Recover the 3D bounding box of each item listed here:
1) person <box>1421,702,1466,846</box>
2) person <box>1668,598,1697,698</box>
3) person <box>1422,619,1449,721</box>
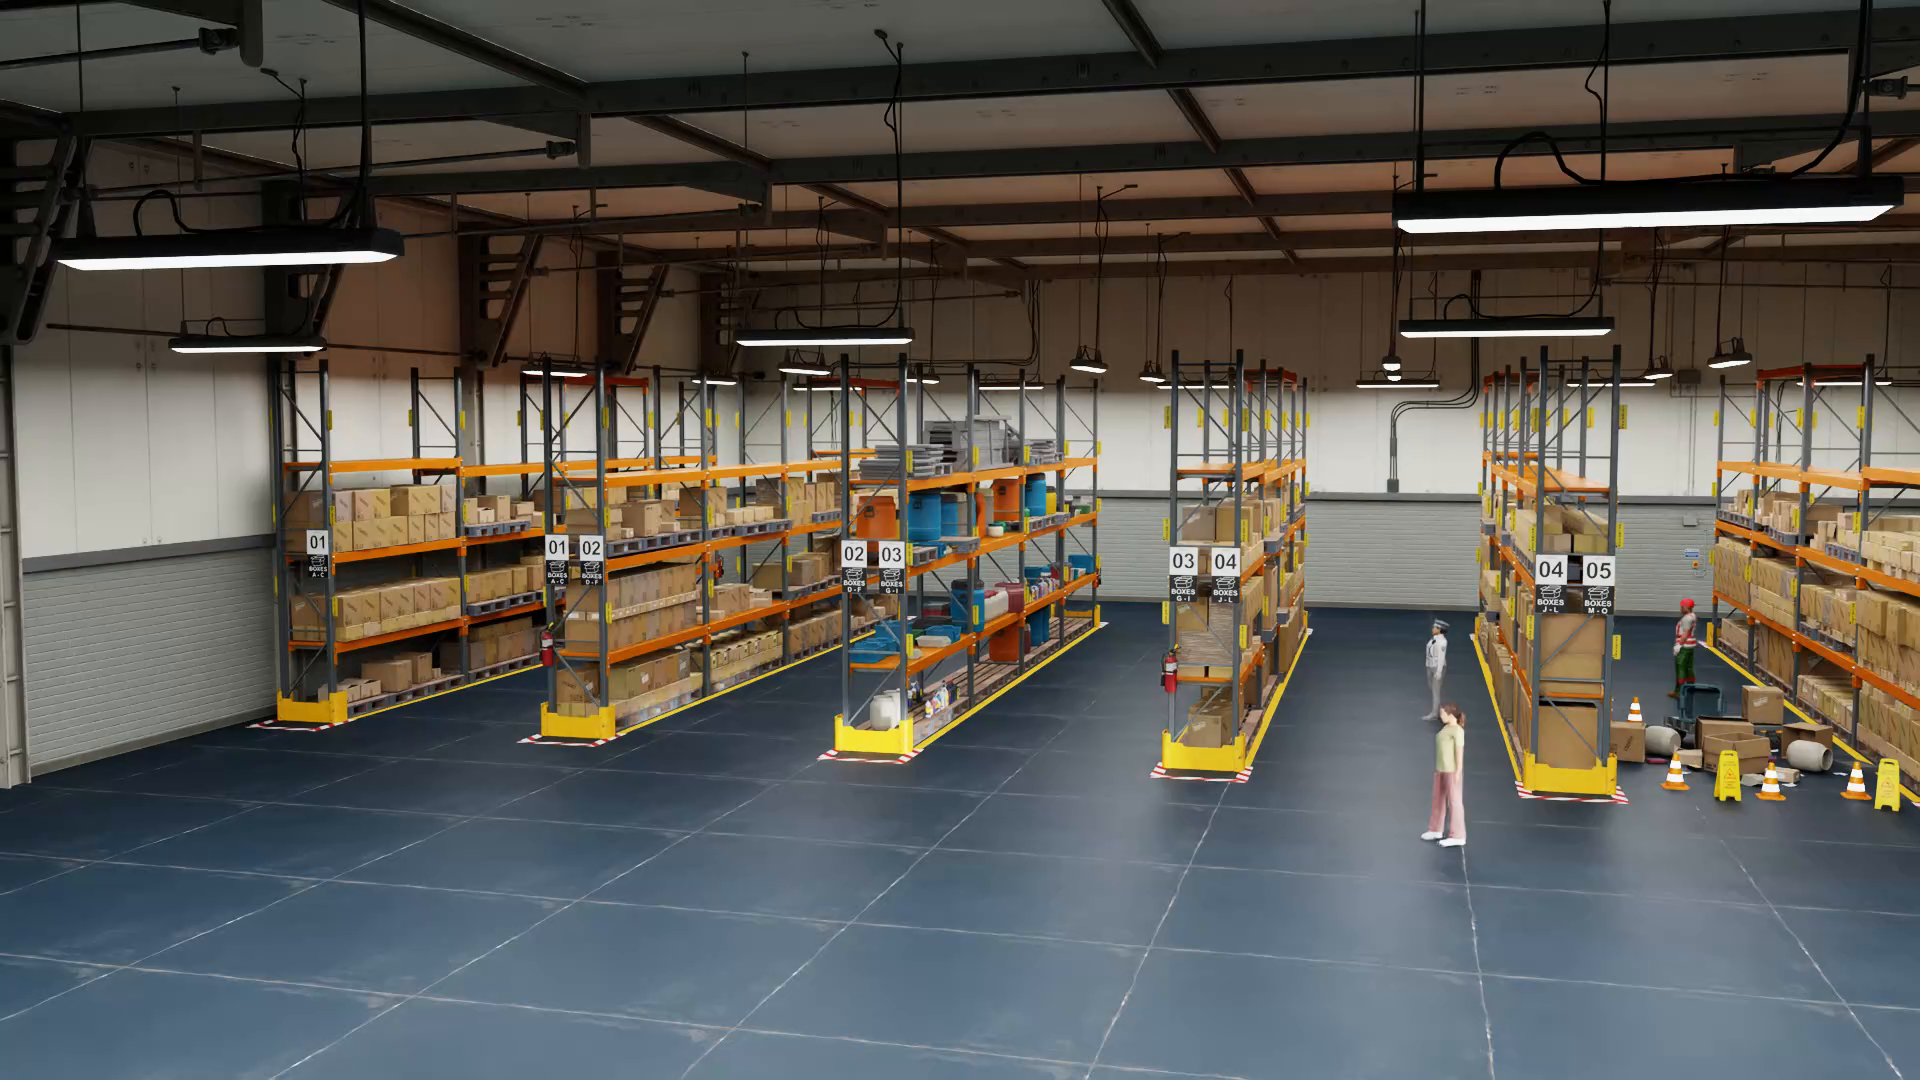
[{"bbox_3d":[5.748,2.744,19.686,0.445,1.675,0.515,-1,4,-16],"label":"person"},{"bbox_3d":[13.079,1.955,30.070,0.643,1.795,0.437,-4,6,-43],"label":"person"},{"bbox_3d":[7.915,2.166,27.829,0.531,1.683,0.482,-1,4,-20],"label":"person"}]
